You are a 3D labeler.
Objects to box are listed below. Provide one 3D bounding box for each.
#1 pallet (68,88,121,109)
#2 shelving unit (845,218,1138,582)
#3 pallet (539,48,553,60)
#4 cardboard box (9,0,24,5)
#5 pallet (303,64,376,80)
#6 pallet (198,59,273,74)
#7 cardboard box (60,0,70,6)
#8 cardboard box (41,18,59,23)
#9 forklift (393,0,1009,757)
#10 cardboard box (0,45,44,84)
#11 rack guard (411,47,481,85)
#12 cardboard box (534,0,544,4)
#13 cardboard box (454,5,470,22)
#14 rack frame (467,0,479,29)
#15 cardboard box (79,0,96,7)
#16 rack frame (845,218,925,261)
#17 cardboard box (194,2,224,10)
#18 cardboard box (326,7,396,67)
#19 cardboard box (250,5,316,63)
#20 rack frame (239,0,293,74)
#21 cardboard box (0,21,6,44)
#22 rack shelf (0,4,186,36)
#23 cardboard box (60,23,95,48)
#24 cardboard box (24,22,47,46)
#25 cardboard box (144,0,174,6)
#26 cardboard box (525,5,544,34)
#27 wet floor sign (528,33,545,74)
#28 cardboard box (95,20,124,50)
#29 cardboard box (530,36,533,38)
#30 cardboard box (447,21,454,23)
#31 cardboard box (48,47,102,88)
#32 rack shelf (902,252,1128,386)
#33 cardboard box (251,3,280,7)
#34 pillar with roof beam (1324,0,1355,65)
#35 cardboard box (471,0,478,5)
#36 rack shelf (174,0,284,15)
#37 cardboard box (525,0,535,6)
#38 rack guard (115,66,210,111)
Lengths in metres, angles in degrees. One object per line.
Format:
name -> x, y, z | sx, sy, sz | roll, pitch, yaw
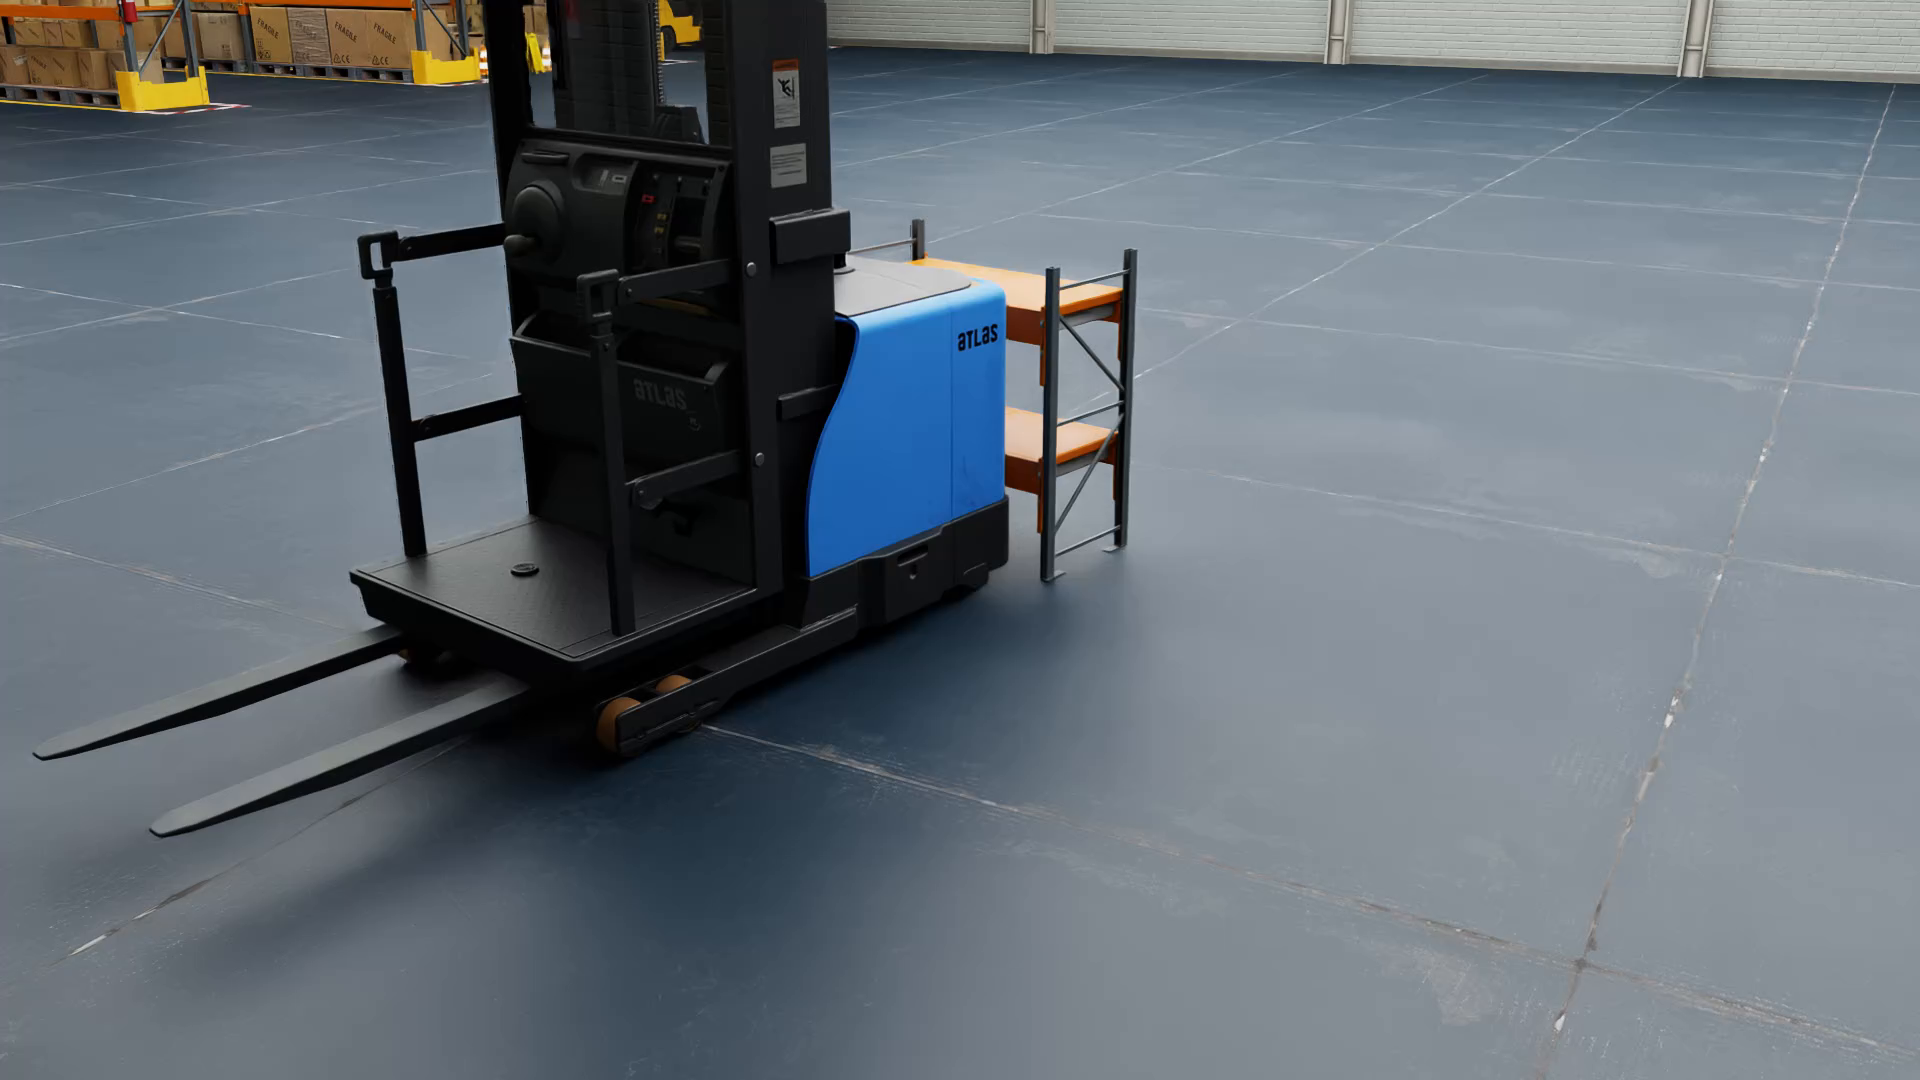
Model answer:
pallet -> -11.455, -6.117, 22.919 | 1.213, 0.211, 1.003 | 11, 23, 27
shelving unit -> 0.074, -0.561, 6.261 | 1.048, 1.125, 0.538 | 16, 26, 38
pallet -> -7.683, -9.270, 31.612 | 1.213, 0.211, 1.003 | 11, 23, 27
cardboard box -> -12.832, -7.446, 22.861 | 0.250, 0.149, 0.380 | 11, 23, 27
pallet -> -9.987, -7.731, 27.369 | 1.213, 0.211, 1.003 | 11, 23, 27
pallet -> -12.392, -8.190, 28.632 | 1.213, 0.211, 1.003 | 11, 23, 27
cardboard box -> -11.916, -7.306, 22.474 | 0.250, 0.149, 0.380 | 11, 23, 27
cardboard box -> -16.345, -9.551, 30.247 | 0.500, 0.250, 0.500 | 11, 23, 28
forklift -> -1.146, -0.958, 4.708 | 1.130, 2.935, 3.031 | 15, 25, 36
cardboard box -> -13.356, -6.786, 23.723 | 0.500, 0.500, 0.500 | -17, 26, -39
rack guard -> -8.169, -7.550, 26.447 | 0.348, 0.500, 1.175 | 11, 23, 27
cardboard box -> -9.318, -11.895, 37.626 | 0.625, 0.625, 0.875 | 12, 23, 29
cardboard box -> -11.336, -12.144, 38.493 | 0.500, 0.500, 0.500 | 10, 22, 26
rack frame -> -9.354, -10.886, 31.977 | 0.053, 2.616, 0.949 | 11, 23, 27
cardboard box -> -11.508, -7.205, 22.199 | 0.250, 0.149, 0.380 | 11, 23, 27
rack frame -> -0.312, -0.673, 6.571 | 0.032, 1.125, 0.500 | 16, 26, 38
cardboard box -> -15.760, -11.335, 35.714 | 0.875, 0.875, 0.875 | 12, 23, 29
cardboard box -> -9.583, -8.167, 26.980 | 0.875, 0.875, 0.875 | 10, 22, 26
cardboard box -> -11.167, -8.468, 27.810 | 0.875, 0.875, 0.875 | 11, 23, 28
rack frame -> -11.682, -9.395, 27.865 | 0.127, 3.000, 1.000 | 11, 23, 27
cardboard box -> -17.688, -9.458, 31.090 | 0.500, 0.500, 0.500 | 12, 23, 30
rack shelf -> -12.443, -7.264, 23.047 | 4.000, 0.370, 1.077 | 11, 23, 27
cardboard box -> -15.876, -9.114, 30.141 | 0.500, 0.500, 0.500 | 11, 23, 27
cardboard box -> -16.797, -9.284, 30.611 | 0.500, 0.500, 0.500 | 10, 22, 25
cardboard box -> -10.829, -7.270, 22.376 | 0.250, 0.149, 0.380 | 11, 23, 27
cardboard box -> -8.048, -9.792, 31.276 | 0.500, 0.500, 0.500 | 12, 23, 30
wet floor sign -> -7.199, -8.207, 28.044 | 0.232, 0.644, 0.267 | 7, 21, 18
cardboard box -> -14.686, -9.072, 29.658 | 0.750, 0.750, 1.050 | 10, 22, 27
cardboard box -> -8.037, -9.438, 31.403 | 0.500, 0.250, 0.500 | 10, 22, 27
cardboard box -> -10.444, -10.052, 32.916 | 0.625, 0.372, 0.950 | 12, 23, 31
cardboard box -> -12.310, -6.600, 23.210 | 0.500, 0.500, 0.500 | 13, 24, 32
rack shelf -> 0.074, -0.836, 6.161 | 1.000, 0.278, 0.538 | 16, 26, 38
cardboard box -> -14.187, -11.038, 34.896 | 0.875, 0.875, 0.875 | 11, 23, 28
pillar with roof beam -> 4.762, -11.625, 25.217 | 0.400, 9.000, 9.100 | 11, 23, 27
cardboard box -> -10.985, -12.363, 38.146 | 0.250, 0.149, 0.380 | 10, 22, 25
rack shelf -> -13.428, -9.389, 28.905 | 4.000, 0.370, 1.077 | 11, 23, 27
cardboard box -> -8.207, -10.101, 31.179 | 0.250, 0.149, 0.380 | 12, 23, 30
rack guard -> -10.763, -6.107, 22.468 | 0.348, 0.500, 1.175 | 11, 23, 27
